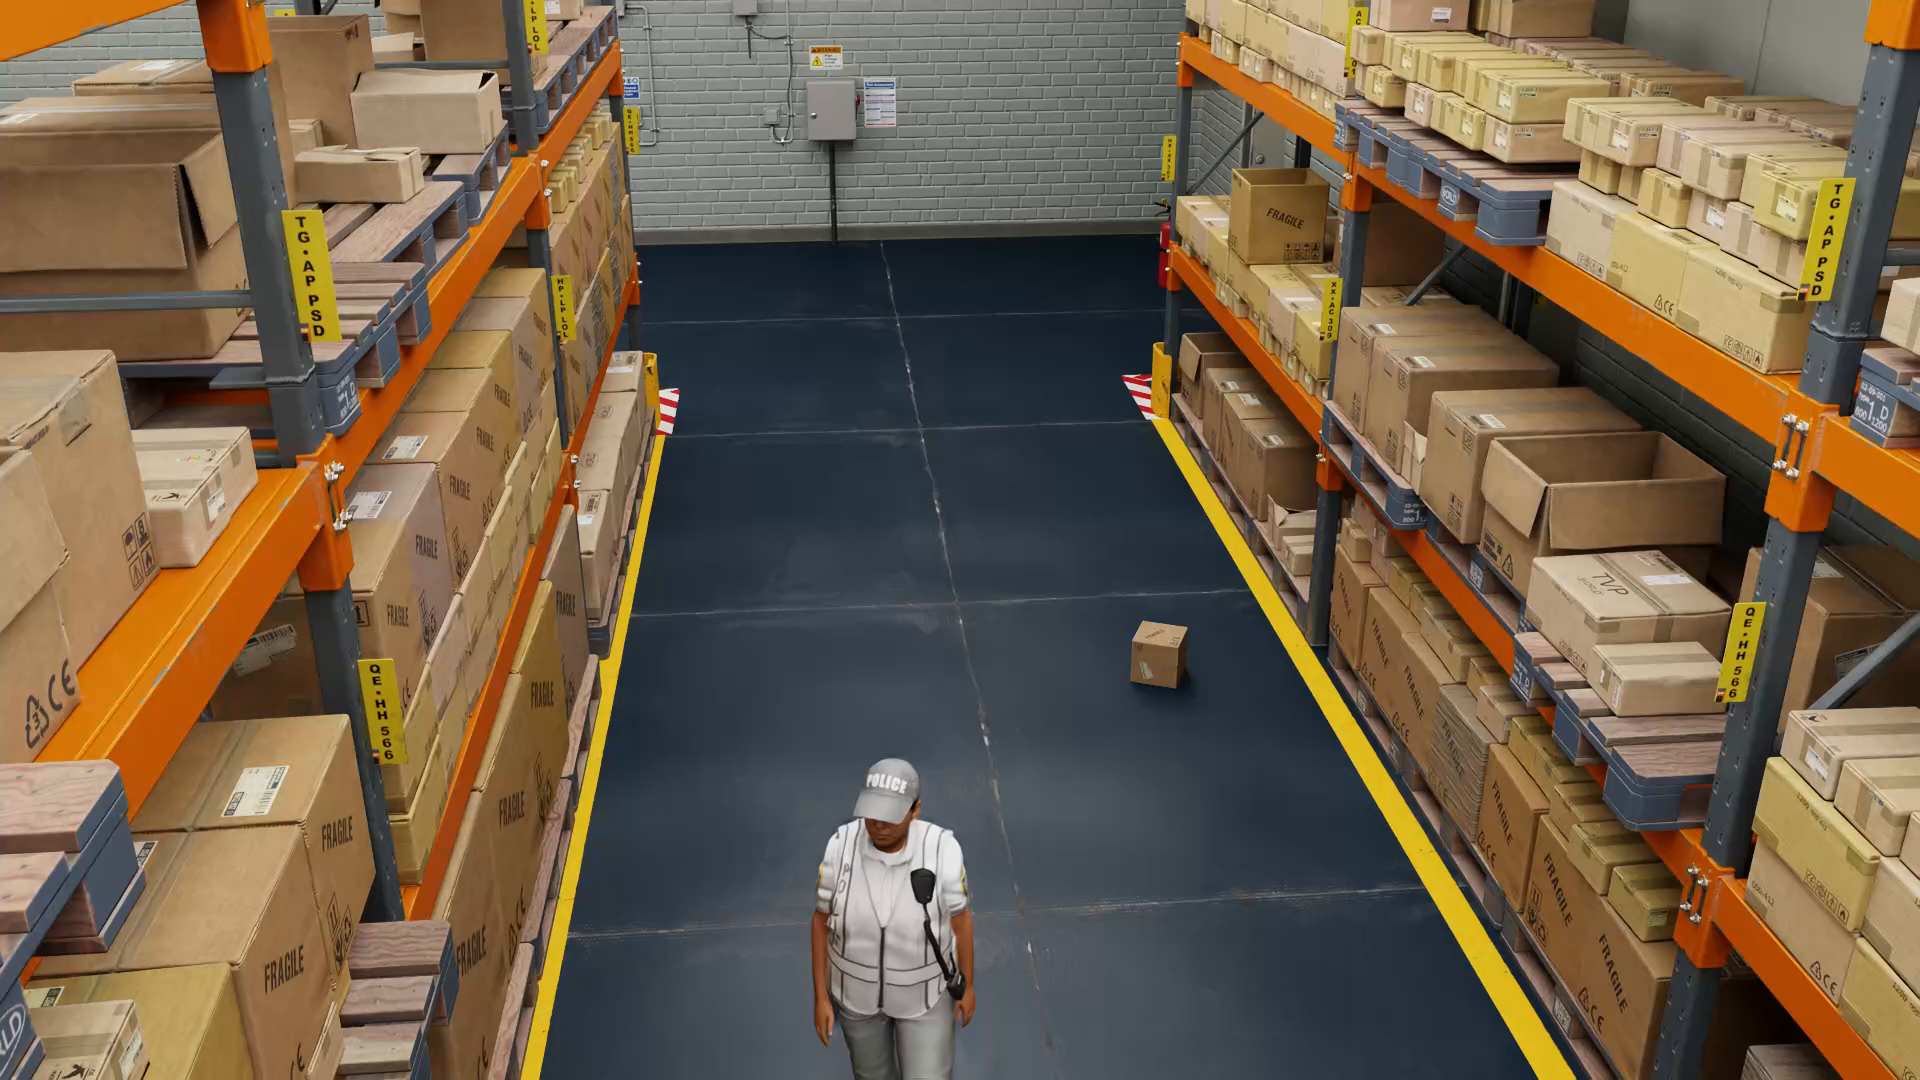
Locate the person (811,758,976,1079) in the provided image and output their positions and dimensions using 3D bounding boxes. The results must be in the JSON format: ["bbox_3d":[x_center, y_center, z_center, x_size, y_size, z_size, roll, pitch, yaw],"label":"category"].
[{"bbox_3d":[-0.220,1.477,5.282,0.512,1.726,0.491,4,24,9],"label":"person"}]
